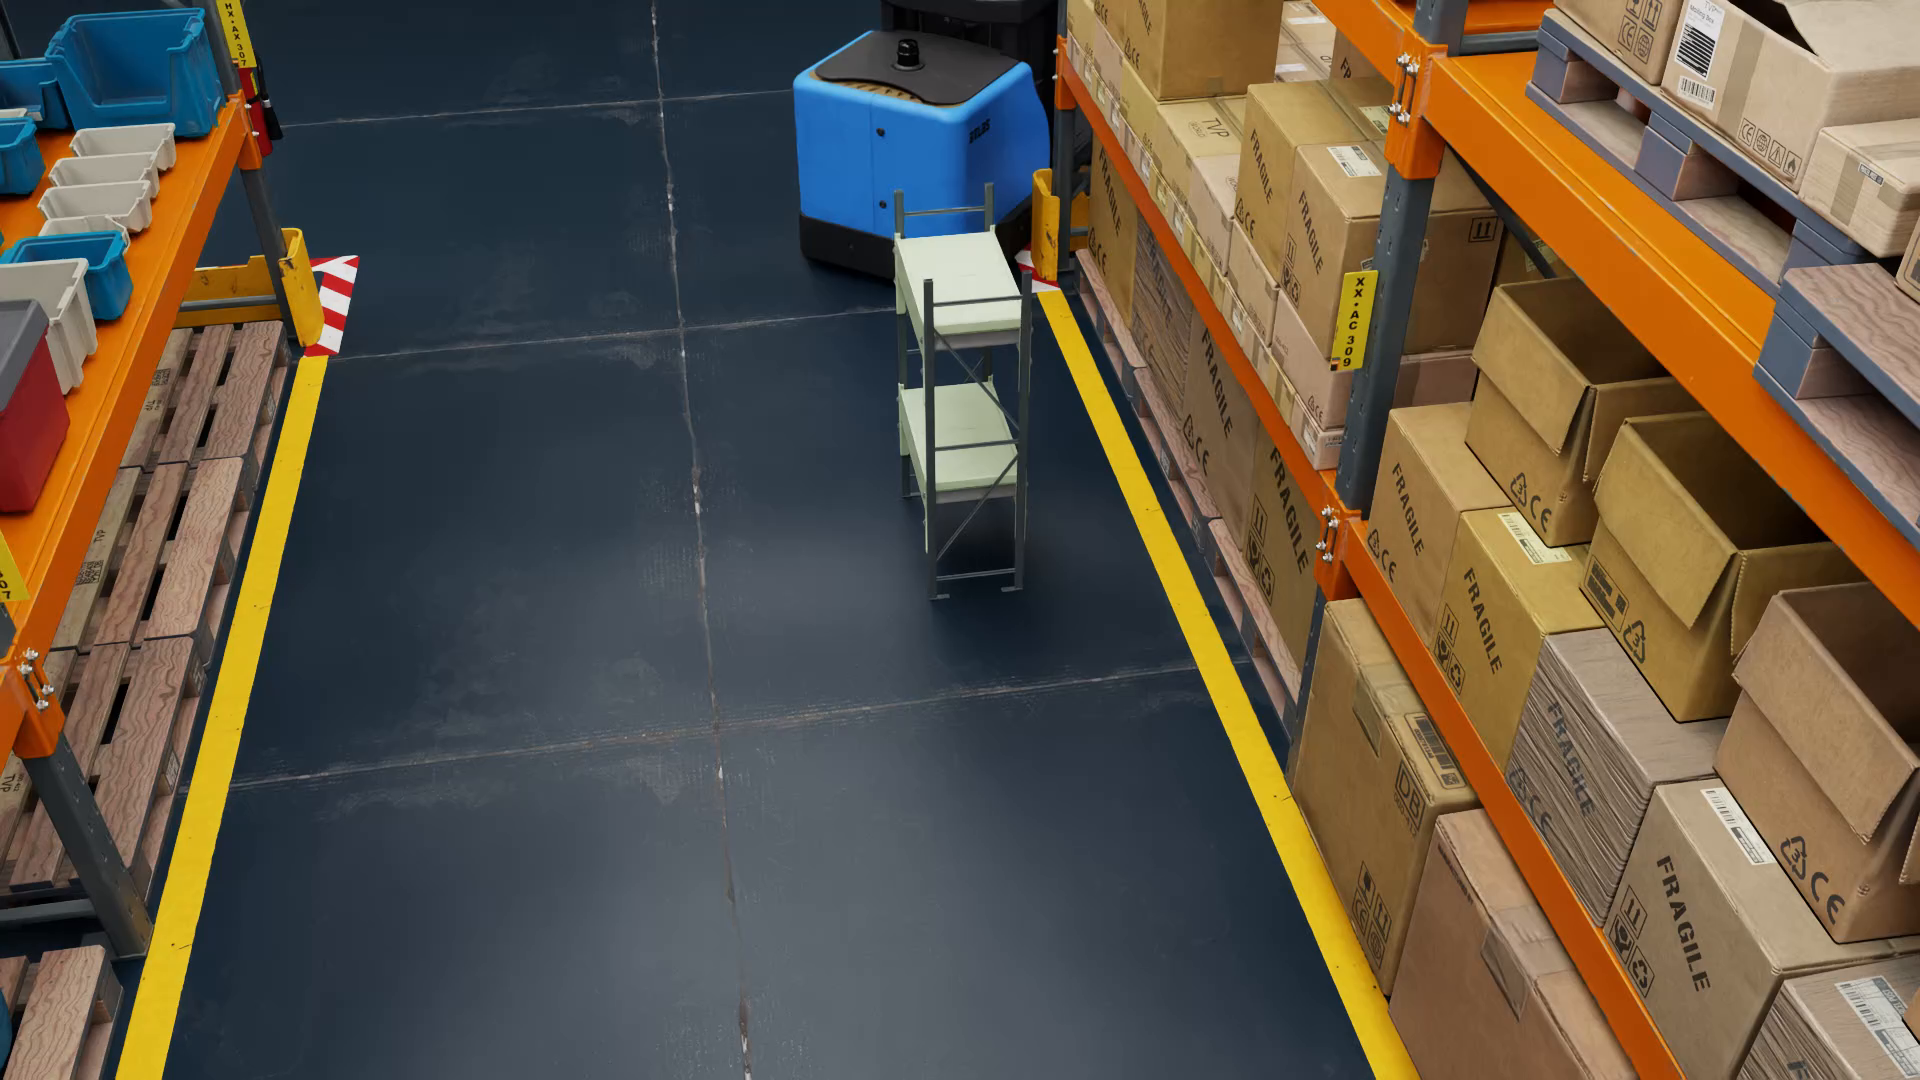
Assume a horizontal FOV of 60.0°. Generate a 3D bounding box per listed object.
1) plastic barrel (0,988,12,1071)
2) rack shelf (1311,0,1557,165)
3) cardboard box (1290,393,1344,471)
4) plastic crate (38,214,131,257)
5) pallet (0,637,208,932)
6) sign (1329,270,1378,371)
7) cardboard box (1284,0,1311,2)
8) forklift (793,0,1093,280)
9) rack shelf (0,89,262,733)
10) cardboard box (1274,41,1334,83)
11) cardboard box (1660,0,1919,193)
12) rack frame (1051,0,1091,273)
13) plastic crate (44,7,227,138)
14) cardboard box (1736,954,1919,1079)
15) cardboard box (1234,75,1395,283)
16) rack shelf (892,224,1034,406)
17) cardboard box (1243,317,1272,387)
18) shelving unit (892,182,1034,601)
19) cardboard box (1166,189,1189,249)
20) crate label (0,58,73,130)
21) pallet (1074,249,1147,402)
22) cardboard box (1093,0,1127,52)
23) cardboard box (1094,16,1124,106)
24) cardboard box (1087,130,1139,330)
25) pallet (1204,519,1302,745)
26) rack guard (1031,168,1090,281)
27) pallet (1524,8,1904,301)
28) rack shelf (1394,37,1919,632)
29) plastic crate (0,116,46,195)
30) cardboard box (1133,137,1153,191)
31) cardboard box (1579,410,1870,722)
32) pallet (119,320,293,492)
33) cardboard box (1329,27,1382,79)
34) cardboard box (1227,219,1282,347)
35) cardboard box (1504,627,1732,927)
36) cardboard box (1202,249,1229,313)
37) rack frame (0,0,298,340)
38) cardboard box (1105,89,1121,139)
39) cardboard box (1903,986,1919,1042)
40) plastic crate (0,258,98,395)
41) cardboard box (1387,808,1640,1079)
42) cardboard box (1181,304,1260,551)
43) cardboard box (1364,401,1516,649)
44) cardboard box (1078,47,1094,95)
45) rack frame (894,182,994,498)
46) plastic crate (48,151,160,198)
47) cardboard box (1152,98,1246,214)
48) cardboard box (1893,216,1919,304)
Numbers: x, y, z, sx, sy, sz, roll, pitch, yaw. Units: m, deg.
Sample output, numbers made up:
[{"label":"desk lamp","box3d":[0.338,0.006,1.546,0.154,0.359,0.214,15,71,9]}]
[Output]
[{"label":"plastic barrel","box3d":[-3.103,1.201,4.627,0.600,0.901,0.708,-6,38,-8]},{"label":"rack shelf","box3d":[1.344,-2.434,6.079,1.077,0.370,4.000,-6,38,-8]},{"label":"cardboard box","box3d":[1.319,-0.375,5.492,0.380,0.149,0.250,-6,38,-8]},{"label":"plastic crate","box3d":[-3.382,-1.136,6.433,0.298,0.136,0.250,-6,38,-8]},{"label":"pallet","box3d":[-3.348,0.869,5.960,1.003,0.211,1.213,-6,38,-8]},{"label":"sign","box3d":[1.149,-0.638,4.856,0.100,0.325,0.005,-6,38,-8]},{"label":"cardboard box","box3d":[1.340,-2.535,7.948,0.500,0.250,0.500,-7,38,-9]},{"label":"forklift","box3d":[0.274,-3.344,9.165,1.130,2.935,3.031,19,42,22]},{"label":"rack shelf","box3d":[-3.532,-0.716,6.313,1.077,0.370,4.000,-6,38,-8]},{"label":"cardboard box","box3d":[1.518,-1.921,7.158,0.500,0.250,0.500,-7,38,-9]},{"label":"cardboard box","box3d":[1.799,-0.968,3.336,0.500,0.311,0.500,-7,38,-10]},{"label":"rack frame","box3d":[0.994,-2.741,8.333,1.000,3.000,0.127,-6,38,-8]},{"label":"plastic crate","box3d":[-3.640,-2.064,7.384,0.616,0.435,0.499,-6,38,-8]},{"label":"cardboard box","box3d":[1.890,1.165,3.224,0.500,0.500,0.500,-7,38,-9]},{"label":"cardboard box","box3d":[1.267,-1.231,5.659,0.500,0.500,0.500,-6,38,-7]},{"label":"rack shelf","box3d":[0.001,-0.896,6.545,0.431,0.370,0.720,-6,38,-8]},{"label":"cardboard box","box3d":[1.229,-0.685,5.892,0.380,0.149,0.250,-7,38,-9]},{"label":"shelving unit","box3d":[0.001,-0.588,6.785,0.431,1.500,0.755,-6,38,-8]},{"label":"cardboard box","box3d":[1.050,-1.305,6.689,0.380,0.149,0.250,-6,38,-7]},{"label":"crate label","box3d":[-4.163,-1.981,7.443,0.416,0.233,0.303,-6,38,-8]},{"label":"pallet","box3d":[1.211,-1.165,8.578,1.003,0.211,1.213,-6,38,-8]},{"label":"cardboard box","box3d":[0.900,-2.474,7.259,0.500,0.500,0.500,-7,38,-9]},{"label":"cardboard box","box3d":[0.910,-2.167,7.474,0.500,0.250,0.500,-7,38,-9]},{"label":"cardboard box","box3d":[1.185,-1.690,8.370,0.875,0.875,0.875,-6,38,-8]},{"label":"pallet","box3d":[1.639,0.308,6.681,1.003,0.211,1.213,-6,38,-8]},{"label":"rack guard","box3d":[0.990,-1.768,9.119,1.175,0.500,0.348,-6,38,-8]},{"label":"pallet","box3d":[1.904,-0.886,3.656,0.805,0.209,1.217,-8,39,-10]},{"label":"rack shelf","box3d":[2.046,-0.018,2.969,1.077,0.370,4.000,-6,38,-8]},{"label":"plastic crate","box3d":[-4.048,-1.584,6.931,0.416,0.233,0.300,-6,38,-8]},{"label":"cardboard box","box3d":[0.959,-1.616,7.089,0.380,0.149,0.250,-7,38,-8]},{"label":"cardboard box","box3d":[1.924,0.040,3.854,0.797,0.503,0.637,-6,38,-7]},{"label":"pallet","box3d":[-3.776,-0.605,7.857,1.003,0.211,1.213,-6,38,-8]},{"label":"cardboard box","box3d":[1.688,-1.608,6.144,0.500,0.500,0.500,-7,38,-9]},{"label":"cardboard box","box3d":[1.266,-0.934,5.887,0.500,0.250,0.500,-5,38,-7]},{"label":"cardboard box","box3d":[1.706,0.546,4.021,0.500,0.500,0.500,-7,38,-9]},{"label":"cardboard box","box3d":[1.138,-0.996,6.292,0.380,0.149,0.250,-6,38,-7]},{"label":"rack frame","box3d":[-3.882,-2.208,7.648,1.000,3.000,0.127,-6,38,-8]},{"label":"cardboard box","box3d":[0.870,-1.925,7.488,0.380,0.149,0.250,-7,38,-9]},{"label":"cardboard box","box3d":[2.173,0.818,2.853,0.797,0.503,0.637,-5,38,-7]},{"label":"plastic crate","box3d":[-3.268,-0.711,5.768,0.437,0.282,0.530,-6,38,-8]},{"label":"cardboard box","box3d":[1.984,1.272,4.557,1.225,0.875,0.875,-7,38,-10]},{"label":"cardboard box","box3d":[1.500,-0.603,6.970,0.875,0.875,0.875,-6,38,-8]},{"label":"cardboard box","box3d":[1.530,-0.060,4.801,0.500,0.500,0.500,-6,38,-8]},{"label":"cardboard box","box3d":[0.778,-2.237,7.889,0.380,0.149,0.250,-7,38,-9]},{"label":"rack frame","box3d":[-0.063,-0.809,7.069,0.400,1.500,0.023,-6,38,-8]},{"label":"plastic crate","box3d":[-3.525,-1.478,6.874,0.396,0.136,0.243,-6,38,-8]},{"label":"cardboard box","box3d":[1.091,-1.549,6.678,0.500,0.250,0.500,-7,38,-9]},{"label":"cardboard box","box3d":[2.017,-0.532,2.618,0.797,0.503,0.637,-7,38,-9]}]
